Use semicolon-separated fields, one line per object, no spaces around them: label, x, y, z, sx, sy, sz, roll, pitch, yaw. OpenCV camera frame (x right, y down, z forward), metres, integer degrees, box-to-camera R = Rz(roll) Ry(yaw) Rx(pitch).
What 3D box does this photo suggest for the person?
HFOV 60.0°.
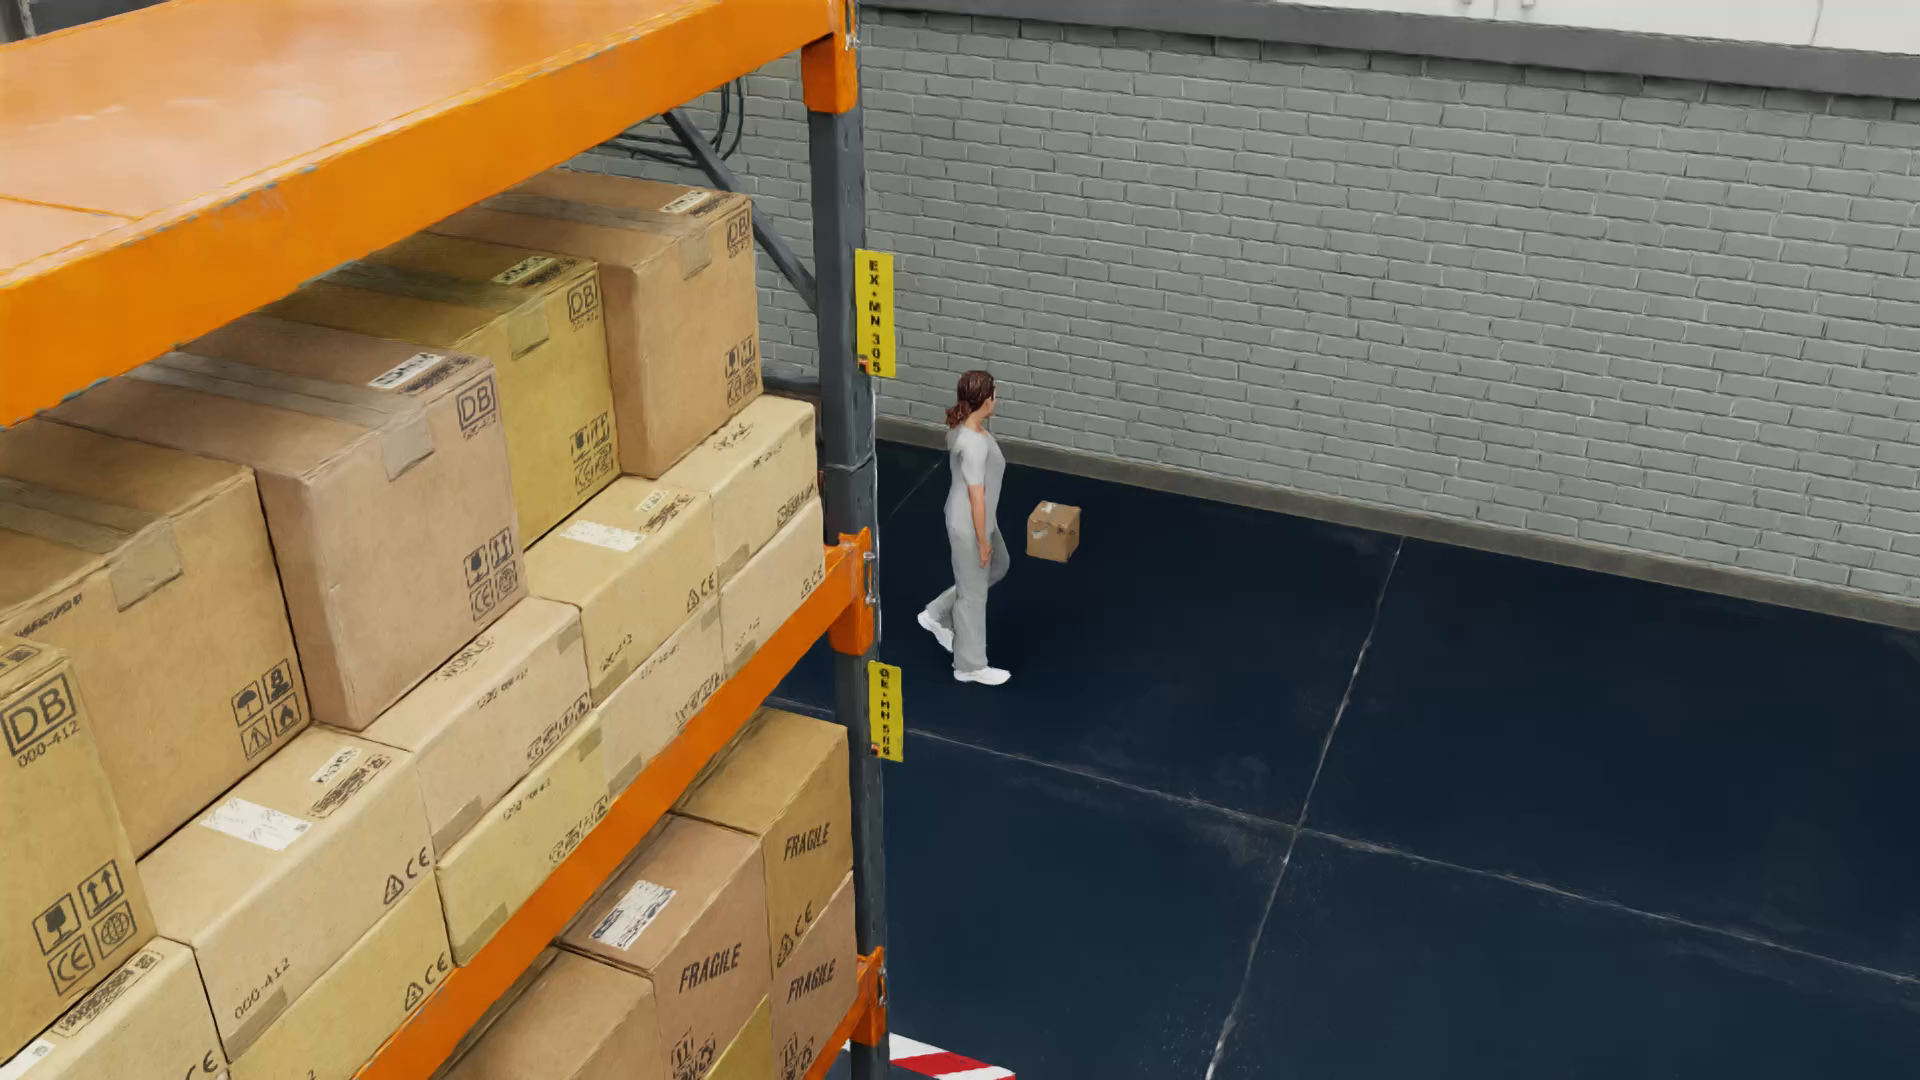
person;0.028;-0.078;8.512;0.501;1.660;0.538;-3;30;-5
